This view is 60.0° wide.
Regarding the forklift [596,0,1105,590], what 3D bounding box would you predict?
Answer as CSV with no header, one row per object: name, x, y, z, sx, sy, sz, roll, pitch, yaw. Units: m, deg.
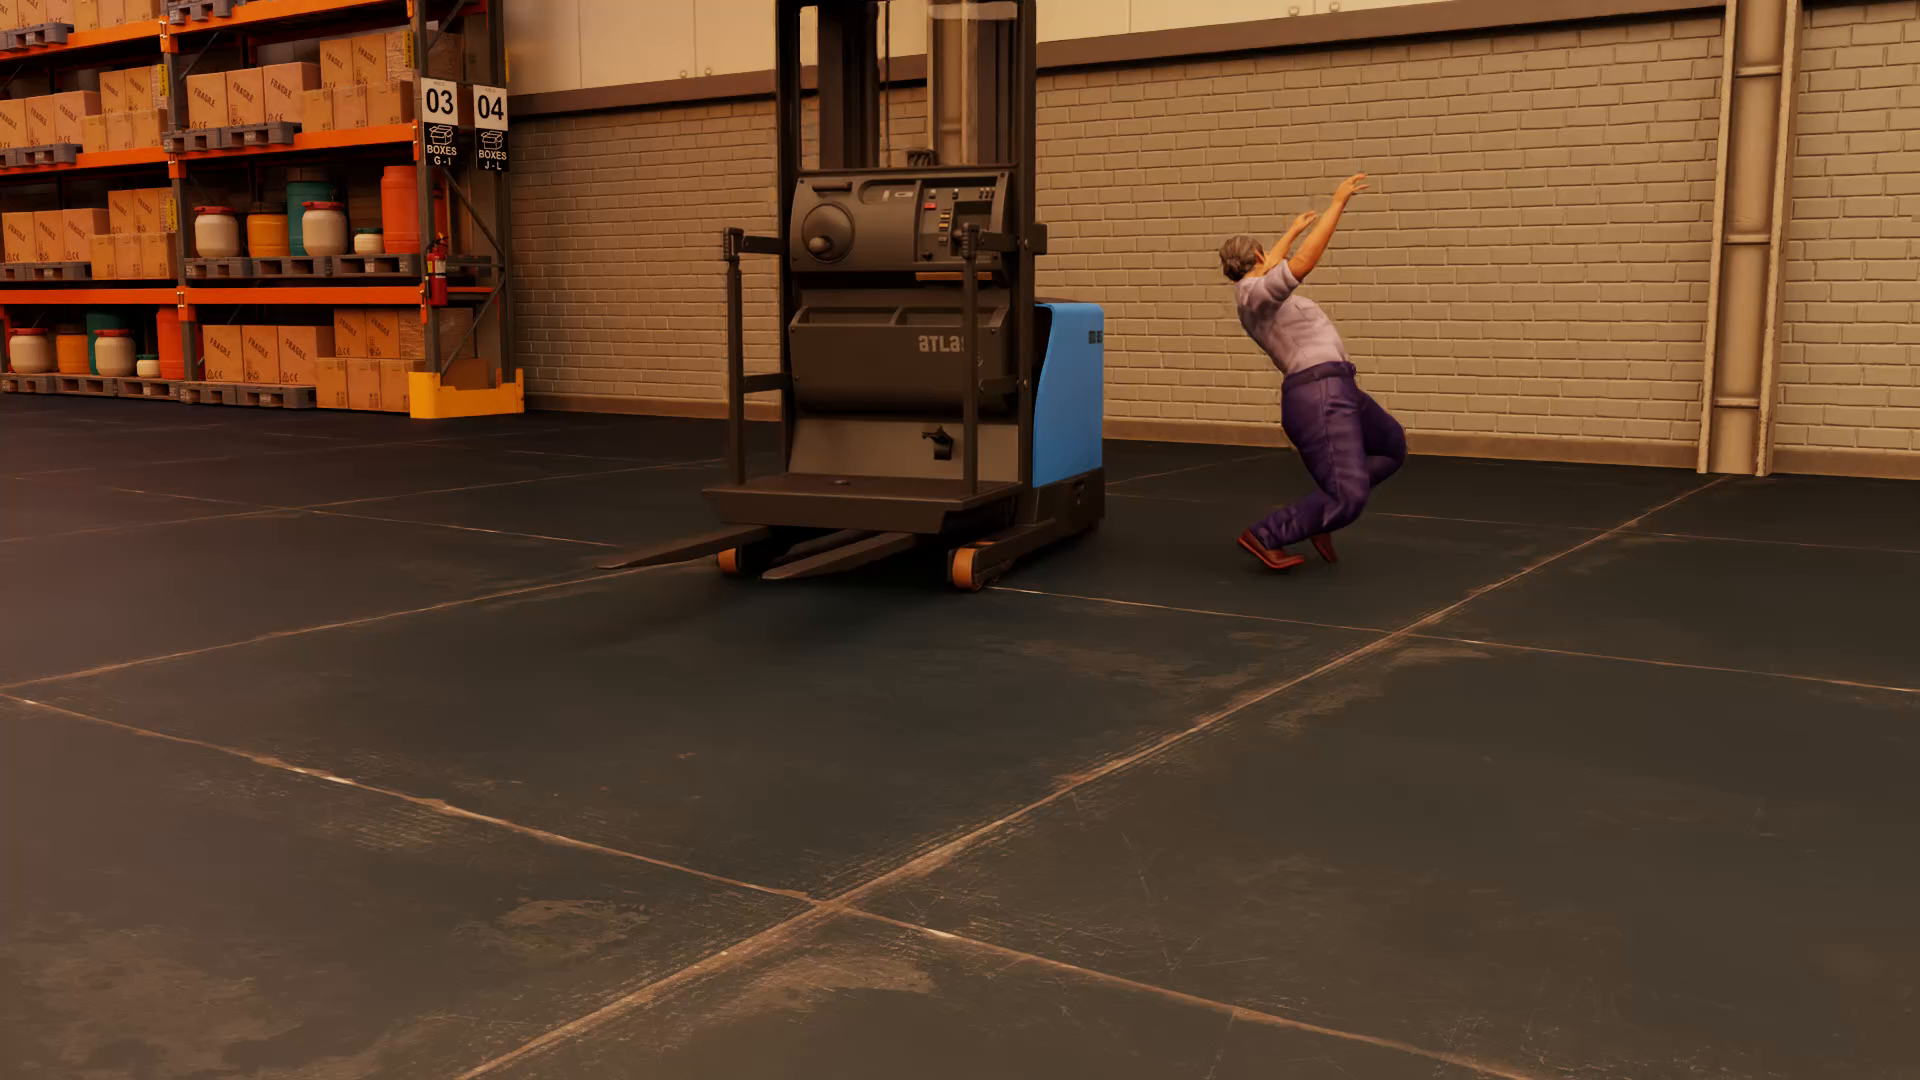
forklift,-0.326,-1.326,6.515,1.130,2.935,3.031,3,9,21

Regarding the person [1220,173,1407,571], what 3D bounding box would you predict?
person,1.440,-0.661,6.773,0.751,1.580,0.956,2,8,16
